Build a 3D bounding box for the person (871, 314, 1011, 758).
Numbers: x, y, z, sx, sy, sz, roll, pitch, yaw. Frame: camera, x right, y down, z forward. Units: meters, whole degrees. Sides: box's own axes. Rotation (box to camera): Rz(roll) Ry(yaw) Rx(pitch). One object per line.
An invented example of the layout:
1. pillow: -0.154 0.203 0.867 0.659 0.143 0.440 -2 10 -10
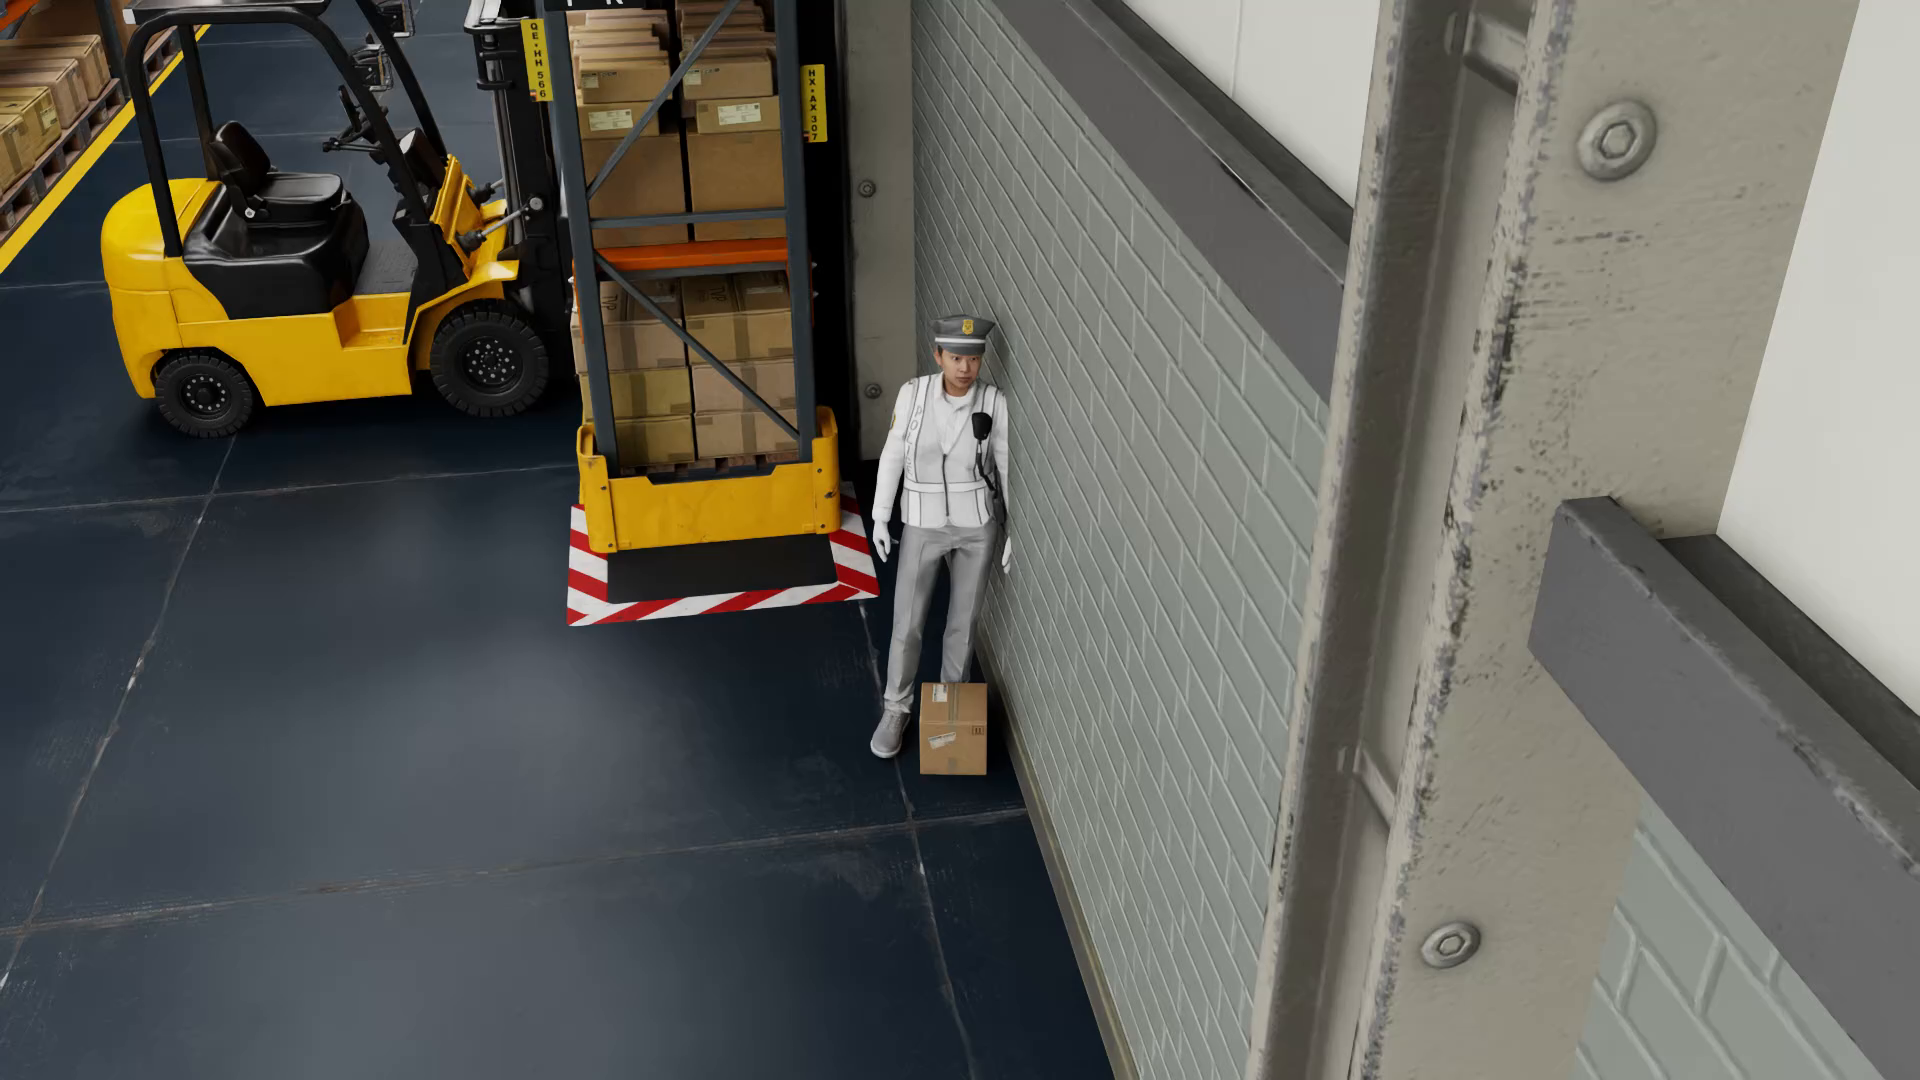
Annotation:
1. person: -0.041 -0.017 6.110 0.587 1.694 0.529 1 31 2
